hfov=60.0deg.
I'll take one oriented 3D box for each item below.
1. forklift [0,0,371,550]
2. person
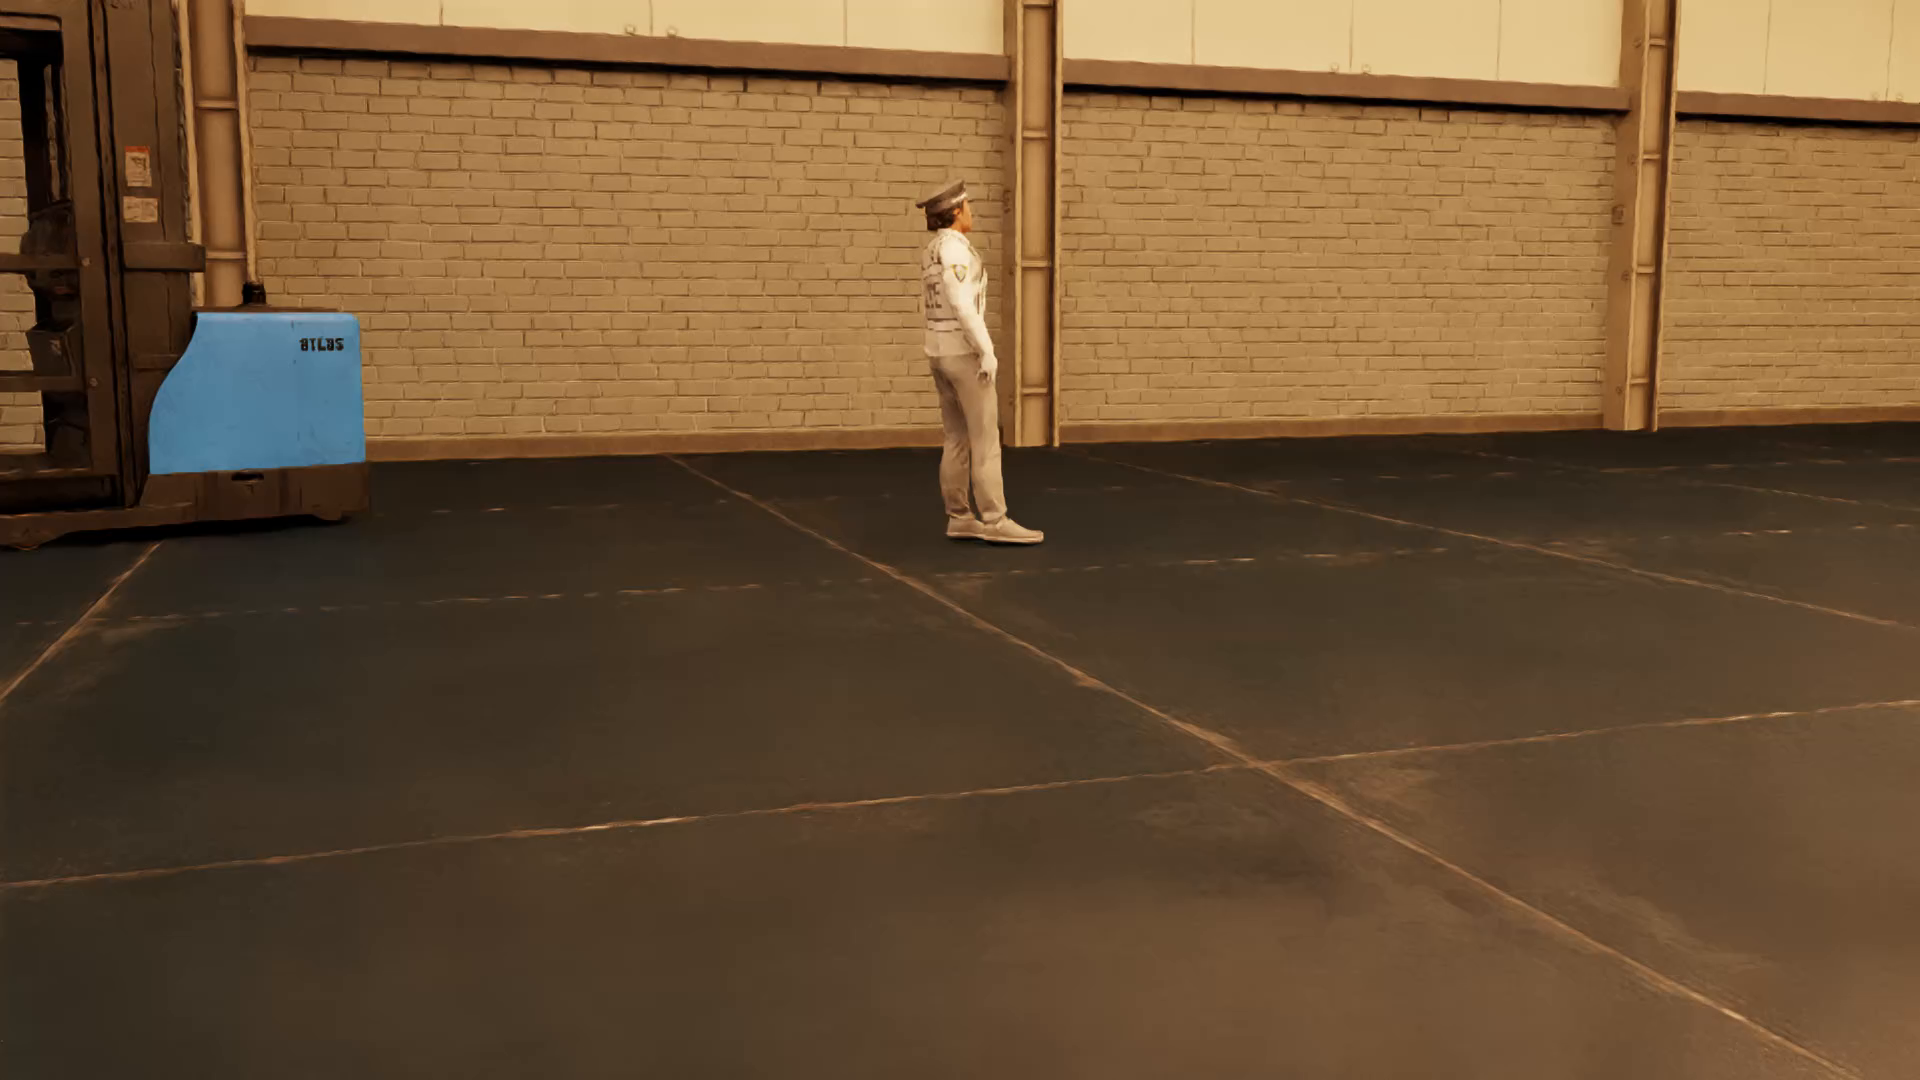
[{"bbox_3d":[-4.515,-1.469,7.852,3.031,2.935,1.130,-6,10,-38],"label":"forklift"},{"bbox_3d":[0.067,-0.847,7.824,0.533,1.692,0.586,-3,8,-18],"label":"person"}]
